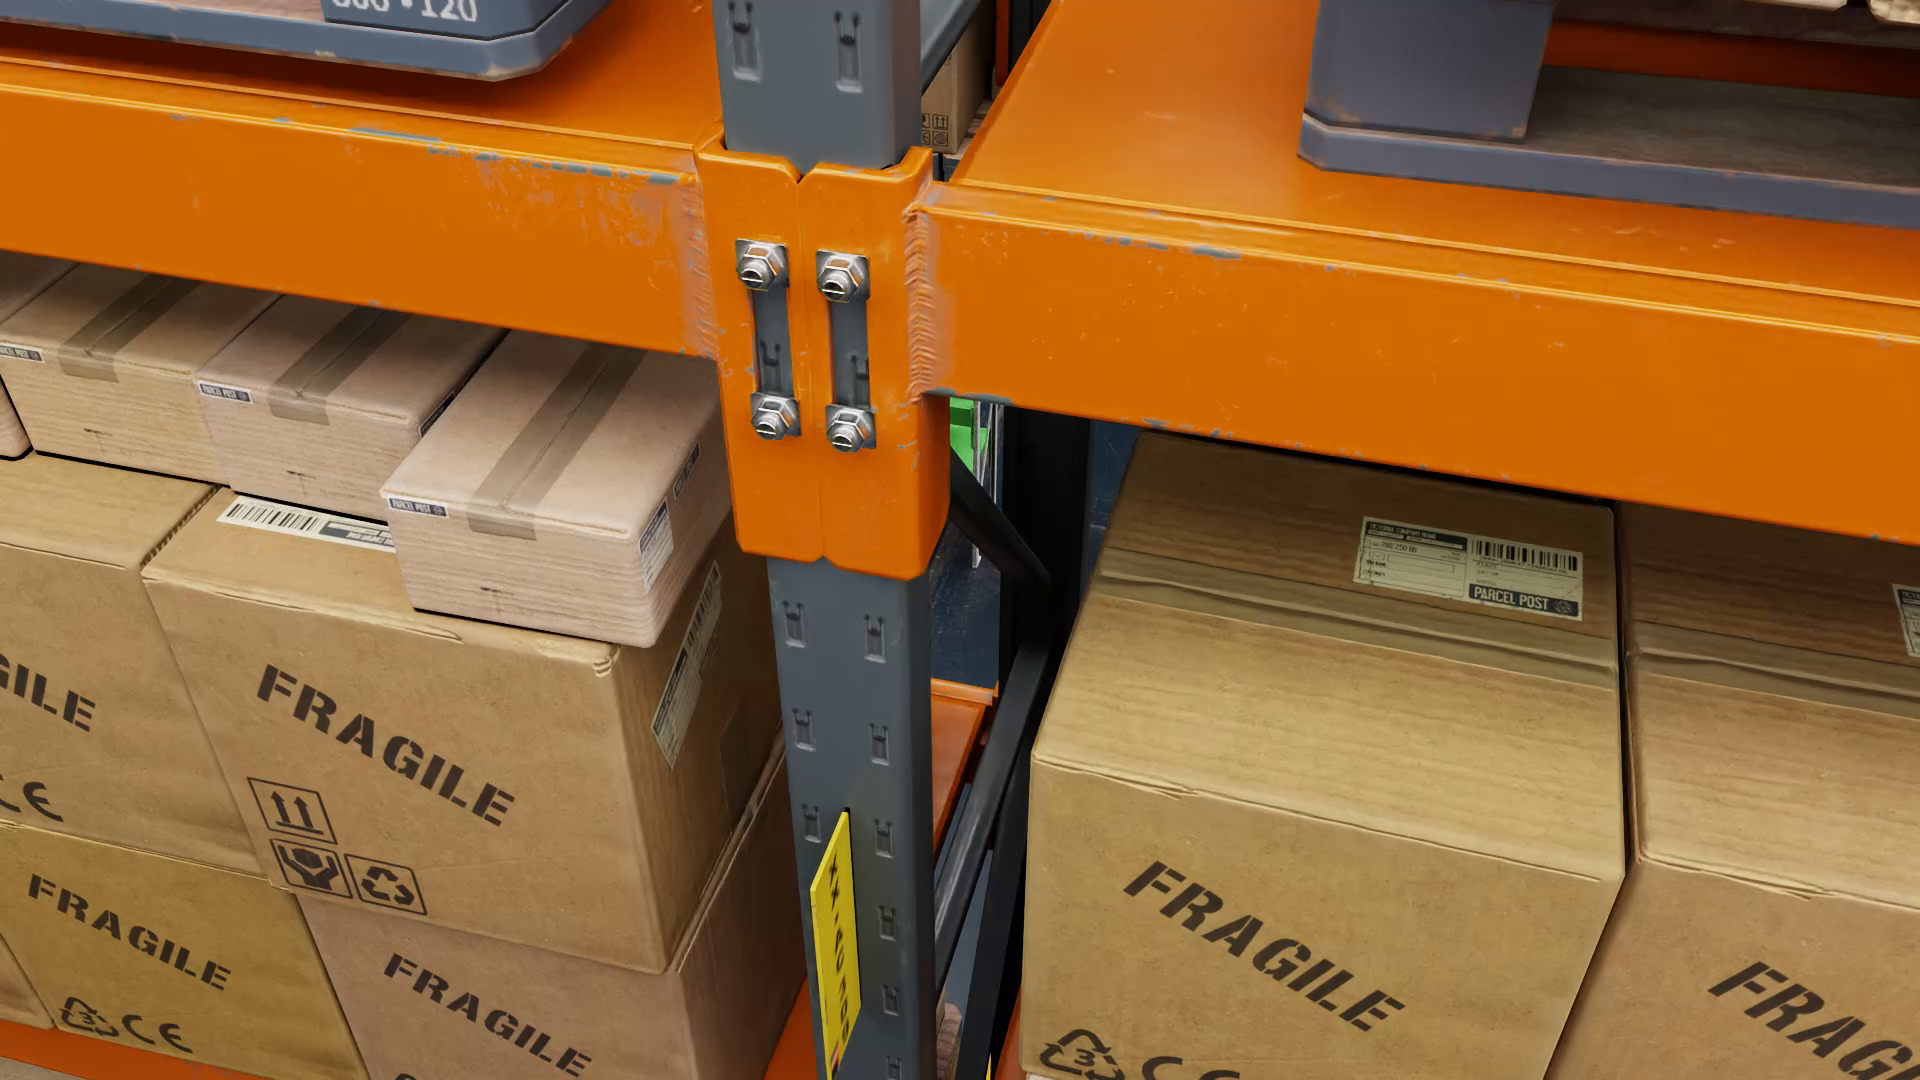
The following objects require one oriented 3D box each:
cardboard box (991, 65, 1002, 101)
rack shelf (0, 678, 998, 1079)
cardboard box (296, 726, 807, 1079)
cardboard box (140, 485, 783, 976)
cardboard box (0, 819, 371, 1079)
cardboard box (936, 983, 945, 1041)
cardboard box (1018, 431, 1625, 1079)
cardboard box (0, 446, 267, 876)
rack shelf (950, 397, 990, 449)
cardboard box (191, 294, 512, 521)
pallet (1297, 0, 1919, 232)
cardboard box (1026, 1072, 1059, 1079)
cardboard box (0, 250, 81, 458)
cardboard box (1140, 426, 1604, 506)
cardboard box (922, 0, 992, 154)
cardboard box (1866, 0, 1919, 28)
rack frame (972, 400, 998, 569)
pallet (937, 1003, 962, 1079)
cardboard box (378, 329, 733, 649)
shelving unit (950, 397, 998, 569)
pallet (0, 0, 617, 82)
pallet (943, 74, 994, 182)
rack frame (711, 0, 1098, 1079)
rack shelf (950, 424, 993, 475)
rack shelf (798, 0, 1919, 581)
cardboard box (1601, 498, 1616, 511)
[{"bbox_3d":[0.301,-2.047,7.245,0.250,0.149,0.380,9,41,11],"label":"cardboard box"},{"bbox_3d":[-1.914,0.378,3.027,4.000,0.370,1.077,10,41,11],"label":"rack shelf"},{"bbox_3d":[-0.496,0.478,2.270,0.500,0.500,0.500,10,41,12],"label":"cardboard box"},{"bbox_3d":[-0.509,0.107,1.935,0.500,0.500,0.500,9,41,11],"label":"cardboard box"},{"bbox_3d":[-0.995,0.396,2.368,0.500,0.500,0.500,9,41,10],"label":"cardboard box"},{"bbox_3d":[-0.561,1.084,3.292,0.875,0.438,0.875,9,41,11],"label":"cardboard box"},{"bbox_3d":[0.369,0.266,1.746,0.500,0.500,0.500,10,41,12],"label":"cardboard box"},{"bbox_3d":[-0.997,0.018,2.041,0.500,0.500,0.500,9,41,11],"label":"cardboard box"},{"bbox_3d":[-0.160,-0.438,4.938,0.480,0.148,0.258,10,41,11],"label":"rack shelf"},{"bbox_3d":[-0.589,-0.199,1.795,0.250,0.149,0.380,11,41,12],"label":"cardboard box"},{"bbox_3d":[0.916,-0.519,1.351,1.217,0.209,0.805,8,41,10],"label":"pallet"},{"bbox_3d":[0.370,0.549,1.991,0.500,0.250,0.500,9,41,10],"label":"cardboard box"},{"bbox_3d":[-1.076,-0.278,1.889,0.250,0.149,0.380,9,41,11],"label":"cardboard box"},{"bbox_3d":[0.514,-0.068,2.143,0.500,0.500,0.500,11,41,13],"label":"cardboard box"},{"bbox_3d":[-0.182,-2.018,6.938,0.500,0.500,0.700,8,41,10],"label":"cardboard box"},{"bbox_3d":[0.794,-0.586,0.879,0.500,0.500,0.500,9,41,11],"label":"cardboard box"},{"bbox_3d":[0.076,-0.446,4.849,0.015,1.200,0.240,10,41,11],"label":"rack frame"},{"bbox_3d":[-0.696,1.328,3.505,1.213,0.211,1.003,10,41,11],"label":"pallet"},{"bbox_3d":[4.248,-0.270,3.668,8.416,2.449,5.789,9,41,11],"label":"cardboard box"},{"bbox_3d":[-0.160,-0.487,4.897,0.503,1.200,0.258,10,41,11],"label":"shelving unit"},{"bbox_3d":[-0.770,-0.822,1.633,1.213,0.211,1.003,10,41,11],"label":"pallet"},{"bbox_3d":[0.634,-1.696,7.106,1.213,0.211,1.003,10,41,11],"label":"pallet"},{"bbox_3d":[0.019,0.433,2.402,0.053,2.616,0.949,10,41,11],"label":"rack frame"},{"bbox_3d":[-0.160,-0.254,5.092,0.480,0.148,0.258,10,41,11],"label":"rack shelf"},{"bbox_3d":[1.950,-0.106,1.270,4.000,0.370,1.077,10,41,11],"label":"rack shelf"},{"bbox_3d":[1.016,0.014,2.046,0.500,0.500,0.500,11,41,12],"label":"cardboard box"}]
